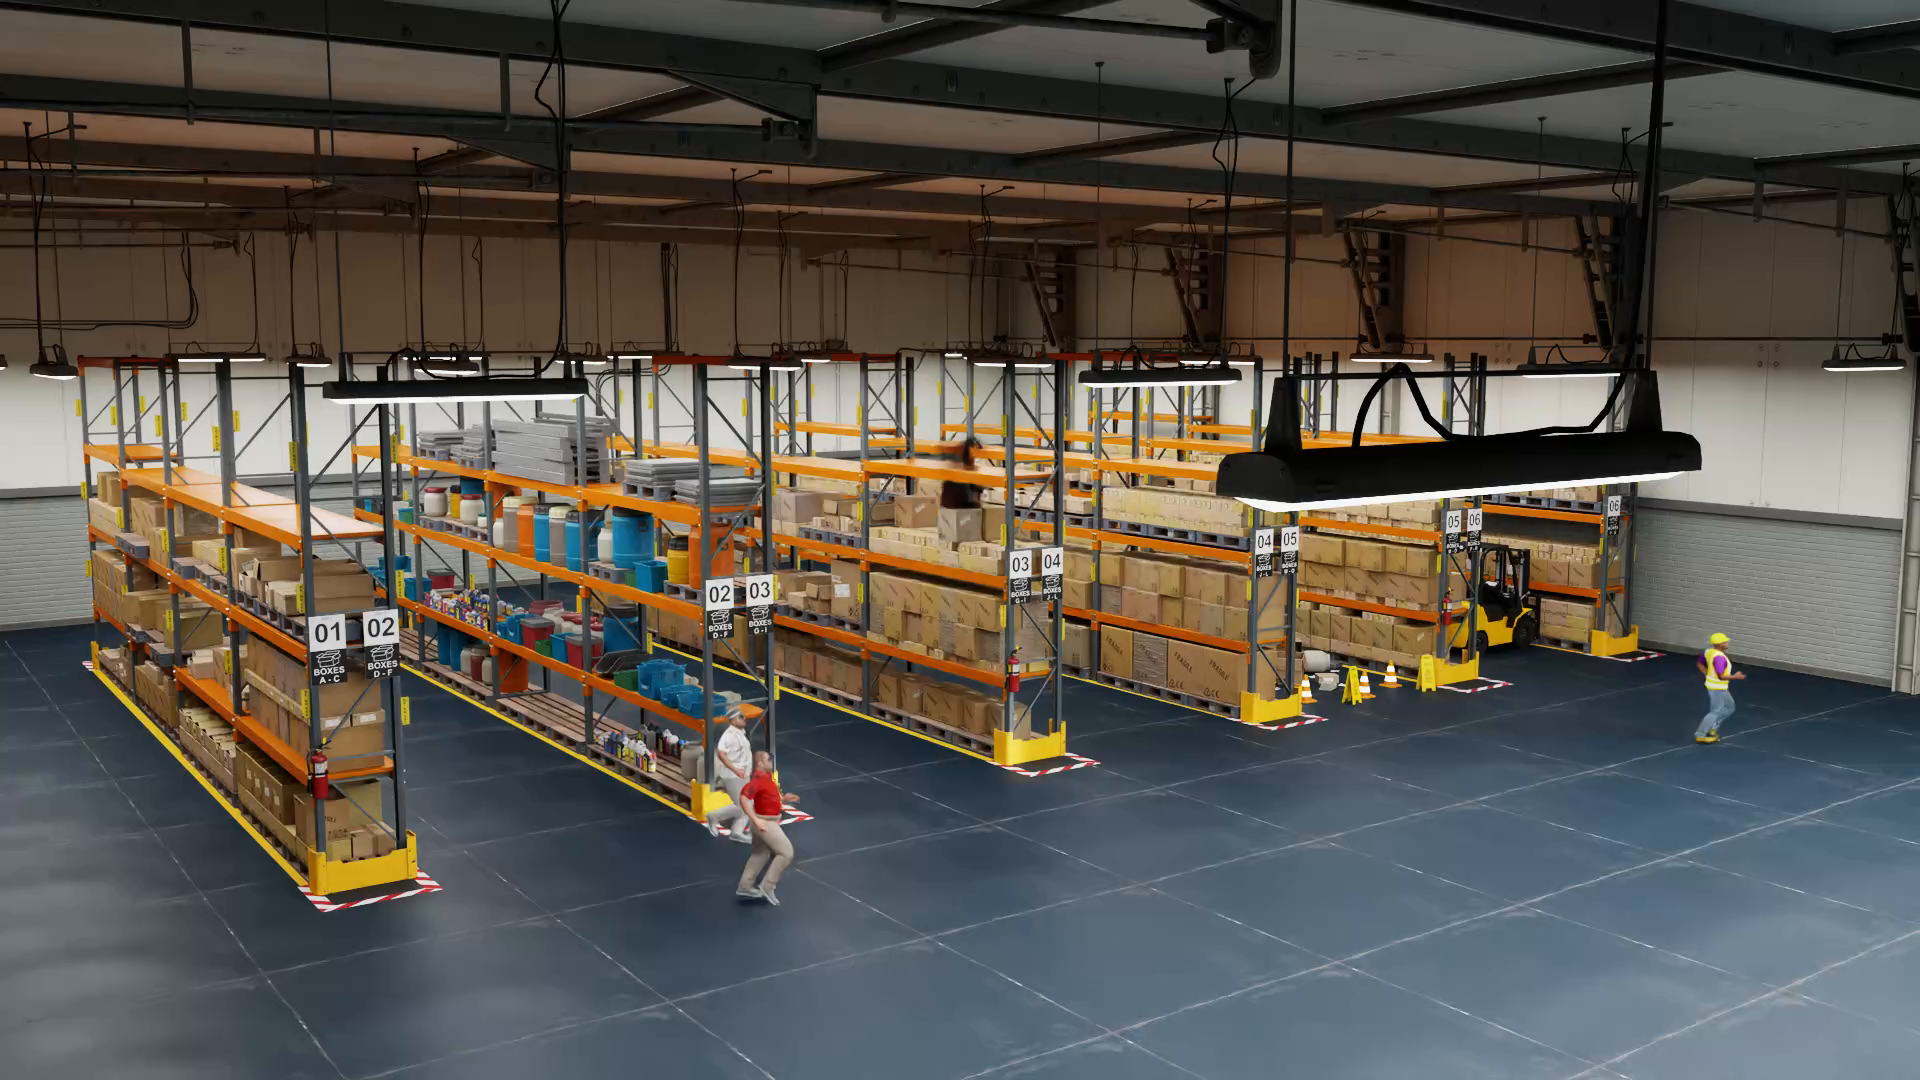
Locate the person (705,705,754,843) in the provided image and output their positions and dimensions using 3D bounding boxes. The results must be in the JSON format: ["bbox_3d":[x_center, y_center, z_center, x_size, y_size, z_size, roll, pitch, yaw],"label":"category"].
[{"bbox_3d":[-2.882,2.940,20.983,0.612,1.733,0.694,1,7,6],"label":"person"}]

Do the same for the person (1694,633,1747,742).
[{"bbox_3d":[11.873,2.321,25.971,0.687,1.759,0.664,2,7,15],"label":"person"}]

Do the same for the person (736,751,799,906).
[{"bbox_3d":[-2.164,3.234,18.683,0.721,1.755,0.640,-1,7,-9],"label":"person"}]
